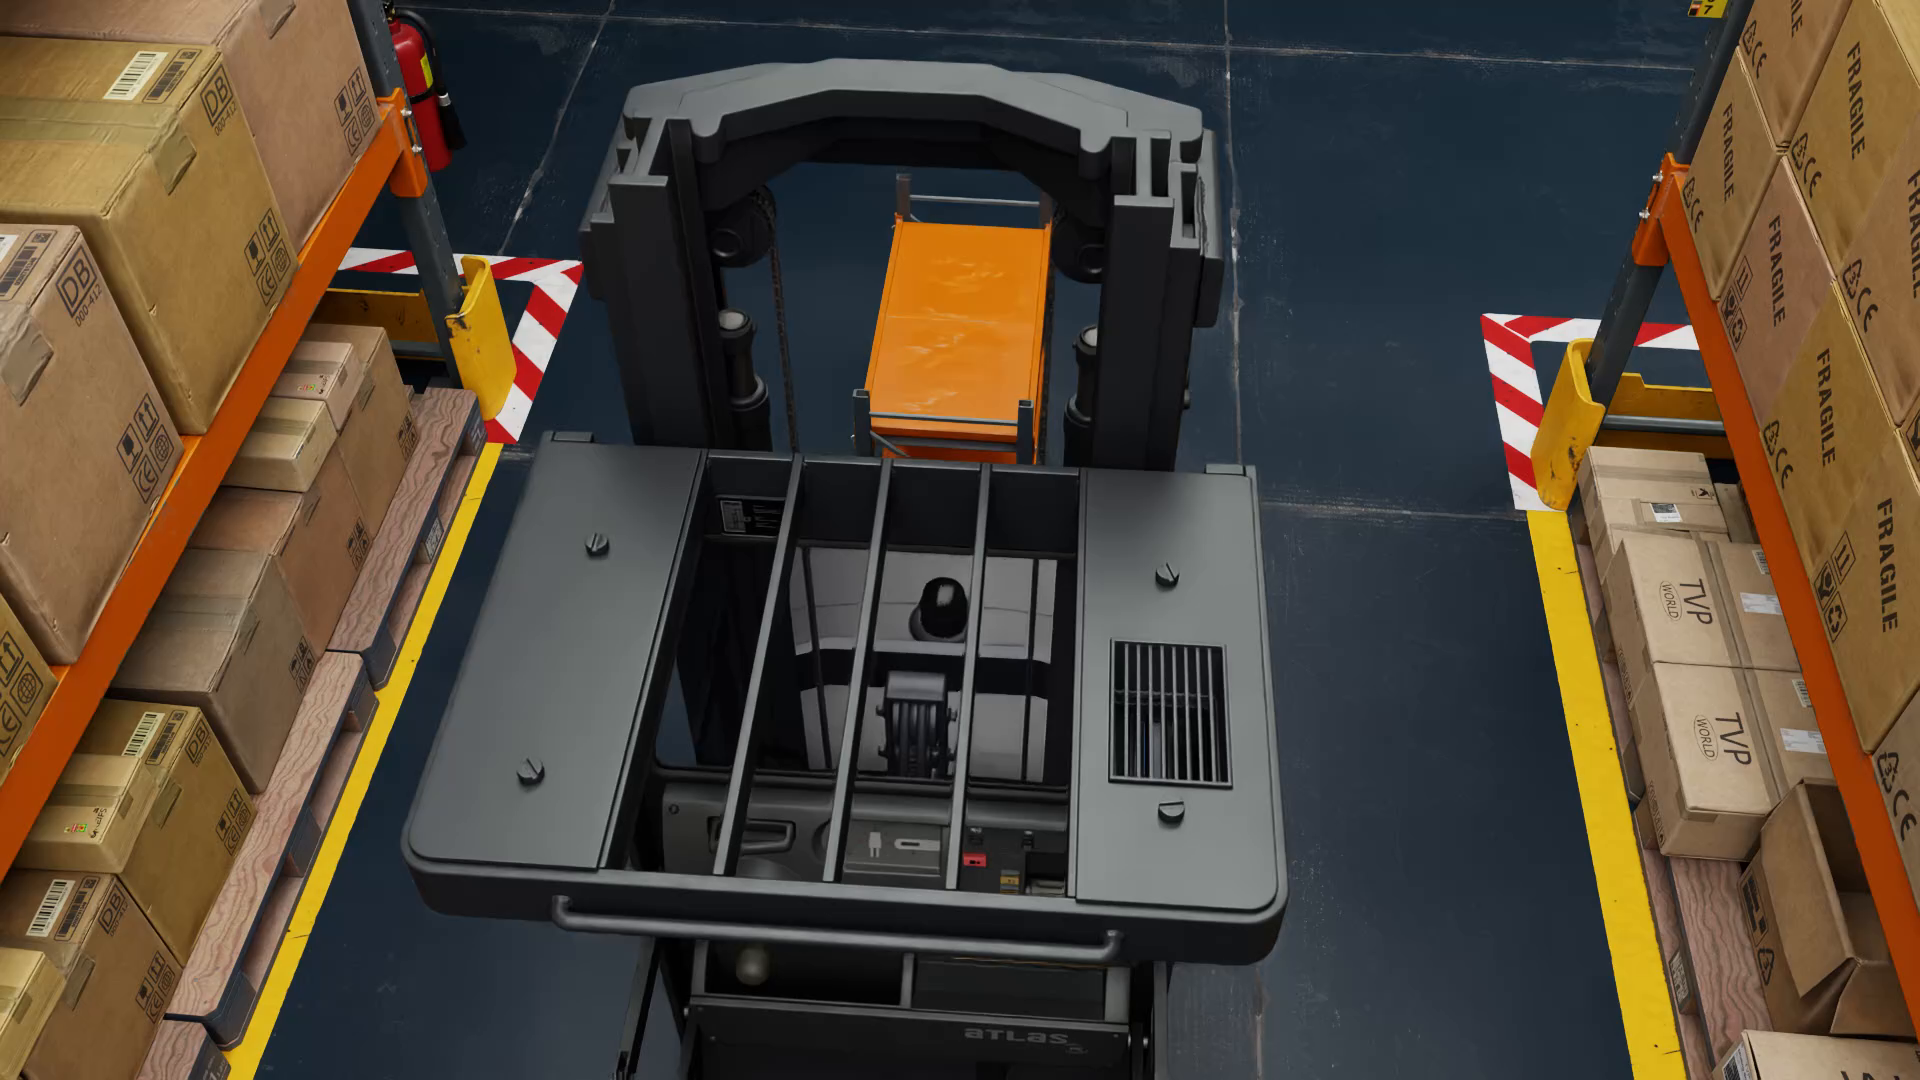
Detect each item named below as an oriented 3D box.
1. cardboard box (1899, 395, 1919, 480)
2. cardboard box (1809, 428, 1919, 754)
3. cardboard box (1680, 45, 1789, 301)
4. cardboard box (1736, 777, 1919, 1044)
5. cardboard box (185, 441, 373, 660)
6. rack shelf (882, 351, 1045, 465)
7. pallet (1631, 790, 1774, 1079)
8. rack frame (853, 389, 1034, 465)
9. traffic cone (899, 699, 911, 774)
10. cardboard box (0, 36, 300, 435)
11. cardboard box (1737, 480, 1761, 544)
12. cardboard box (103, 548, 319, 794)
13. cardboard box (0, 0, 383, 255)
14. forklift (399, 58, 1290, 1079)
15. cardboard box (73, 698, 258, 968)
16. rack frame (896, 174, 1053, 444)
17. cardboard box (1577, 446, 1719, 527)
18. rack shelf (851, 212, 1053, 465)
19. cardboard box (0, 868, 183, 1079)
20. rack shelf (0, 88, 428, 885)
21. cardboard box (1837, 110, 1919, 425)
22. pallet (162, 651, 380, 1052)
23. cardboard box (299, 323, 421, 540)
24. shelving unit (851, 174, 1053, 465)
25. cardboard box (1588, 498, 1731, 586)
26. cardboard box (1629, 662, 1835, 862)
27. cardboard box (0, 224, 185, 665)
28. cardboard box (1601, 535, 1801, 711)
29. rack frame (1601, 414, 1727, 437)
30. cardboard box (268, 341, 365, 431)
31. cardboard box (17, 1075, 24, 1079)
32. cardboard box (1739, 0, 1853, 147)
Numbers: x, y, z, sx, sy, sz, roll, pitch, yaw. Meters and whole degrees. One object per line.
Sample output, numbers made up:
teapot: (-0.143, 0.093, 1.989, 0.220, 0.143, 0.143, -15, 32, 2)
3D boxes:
cardboard box: (2.211, -0.200, 3.155, 0.500, 0.500, 0.500, 3, 48, 3)
cardboard box: (2.210, 0.128, 3.533, 0.500, 0.500, 0.500, 4, 48, 4)
cardboard box: (2.347, -0.988, 4.553, 0.500, 0.500, 0.500, 5, 48, 4)
cardboard box: (2.452, 0.990, 4.205, 0.797, 0.503, 0.637, 4, 48, 4)
cardboard box: (-2.293, -0.002, 5.128, 0.700, 0.500, 0.500, 4, 48, 3)
rack shelf: (0.001, -0.220, 5.520, 0.538, 0.278, 1.000, 4, 48, 4)
pallet: (2.458, 1.215, 4.496, 1.003, 0.211, 1.213, 4, 48, 4)
rack frame: (-0.046, -0.011, 4.998, 0.500, 1.125, 0.032, 4, 48, 4)
traffic cone: (-0.120, 0.692, 3.649, 0.062, 1.202, 0.307, 4, 48, 4)
cardboard box: (-2.375, -0.783, 4.230, 0.980, 0.700, 0.700, 4, 48, 3)
cardboard box: (2.846, -0.151, 5.251, 0.500, 0.500, 0.500, 4, 48, 4)
cardboard box: (-2.338, 0.368, 4.790, 0.700, 0.500, 0.500, 2, 48, 2)
cardboard box: (-2.320, -1.318, 4.720, 0.980, 0.700, 0.700, 6, 48, 5)
forklift: (-0.117, 0.779, 3.052, 1.130, 2.935, 3.031, 3, 48, 3)
cardboard box: (-2.379, 0.760, 4.431, 0.700, 0.500, 0.500, 5, 48, 4)
rack frame: (0.047, -0.758, 5.681, 0.500, 1.125, 0.032, 4, 48, 4)
cardboard box: (2.270, -0.164, 5.501, 0.380, 0.149, 0.250, 4, 48, 4)
rack shelf: (0.001, -0.582, 5.123, 0.538, 0.278, 1.000, 4, 48, 4)
cardboard box: (-2.428, 1.137, 4.087, 0.700, 0.500, 0.500, 3, 48, 3)
rack shelf: (-2.465, 0.120, 4.095, 1.077, 0.370, 4.000, 4, 48, 4)
cardboard box: (2.257, -0.573, 3.496, 0.500, 0.500, 0.500, 4, 48, 4)
pallet: (-2.392, 0.835, 4.843, 1.003, 0.211, 1.213, 4, 48, 4)
cardboard box: (-2.247, -0.370, 5.465, 0.700, 0.500, 0.500, 4, 48, 4)
shelving unit: (0.001, -0.385, 5.339, 0.538, 1.125, 1.048, 4, 48, 4)
cardboard box: (2.247, 0.014, 5.326, 0.380, 0.166, 0.250, 4, 48, 4)
cardboard box: (2.227, 0.633, 4.704, 0.500, 0.250, 0.500, 4, 48, 4)
cardboard box: (-2.453, -0.223, 3.718, 0.980, 0.700, 0.700, 2, 48, 2)
cardboard box: (2.273, 0.265, 5.040, 0.500, 0.250, 0.500, 4, 48, 4)
rack frame: (2.647, -1.262, 4.872, 0.949, 2.616, 0.053, 4, 48, 4)
cardboard box: (-2.078, -0.482, 5.128, 0.380, 0.149, 0.250, 3, 48, 3)
cardboard box: (-2.477, 1.506, 3.749, 0.700, 0.500, 0.500, 4, 48, 4)
cardboard box: (2.347, -1.325, 4.184, 0.500, 0.500, 0.500, 5, 48, 5)
